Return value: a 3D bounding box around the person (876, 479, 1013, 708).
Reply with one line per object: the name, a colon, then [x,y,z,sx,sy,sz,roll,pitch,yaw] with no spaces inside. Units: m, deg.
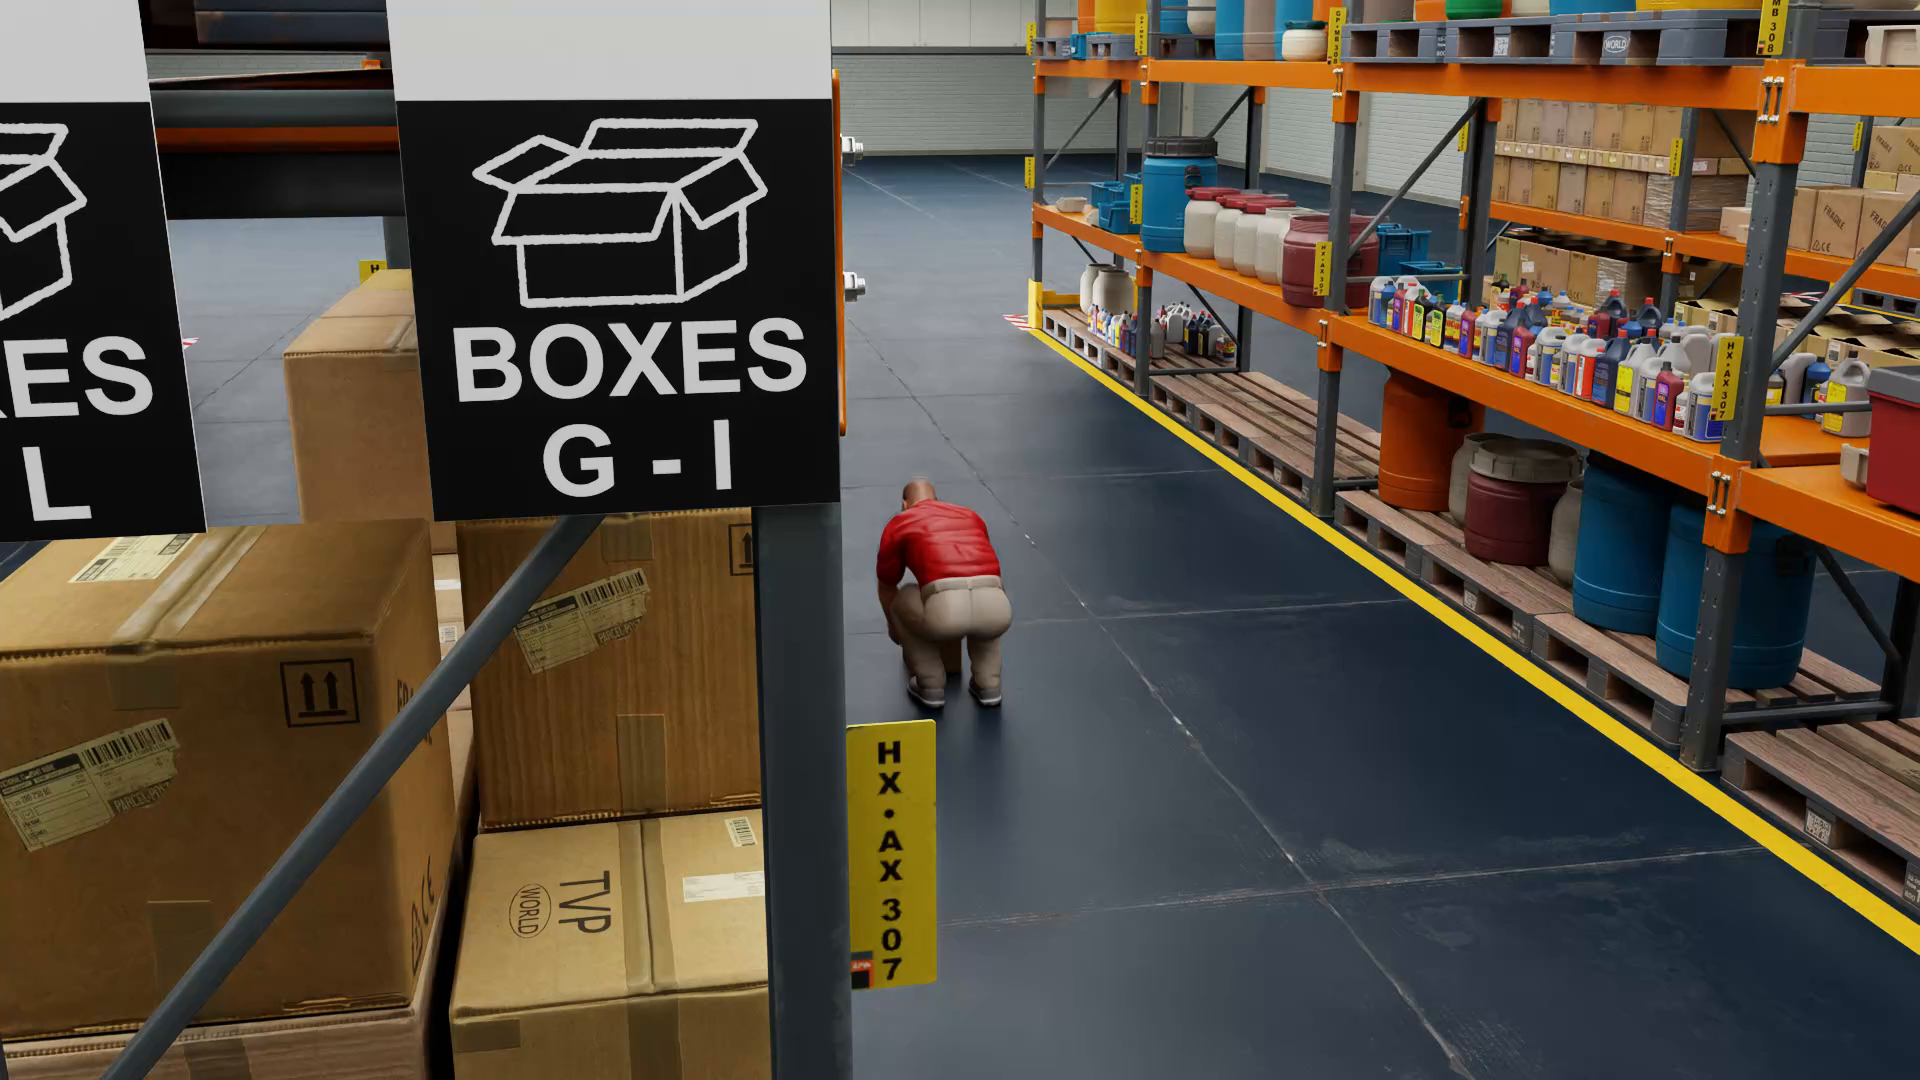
person: [-0.076,0.254,7.628,0.566,0.932,0.865,-4,17,-12]
